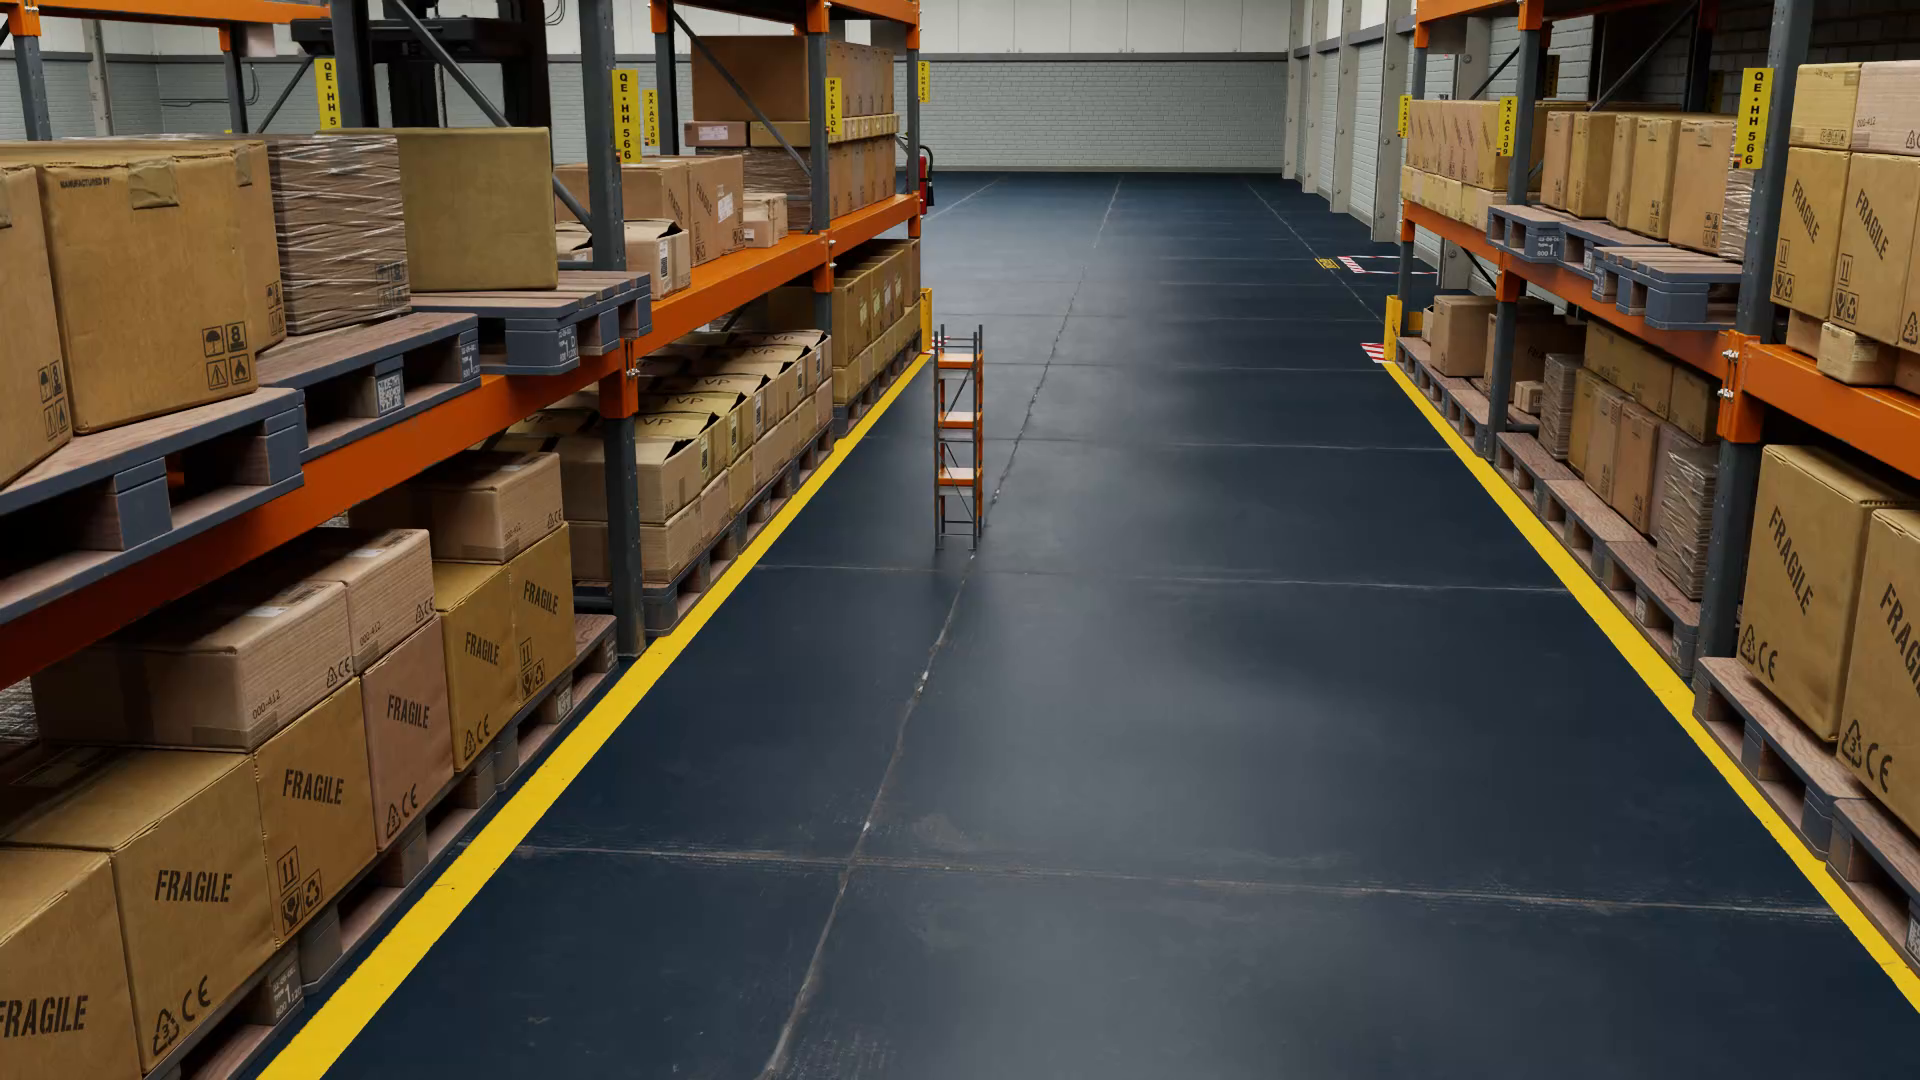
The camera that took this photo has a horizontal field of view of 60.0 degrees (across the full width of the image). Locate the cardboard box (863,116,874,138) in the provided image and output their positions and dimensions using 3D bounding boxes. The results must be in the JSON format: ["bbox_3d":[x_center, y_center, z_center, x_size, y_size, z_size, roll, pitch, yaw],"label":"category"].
[{"bbox_3d":[-0.835,-3.008,12.107,0.380,0.149,0.250,2,15,8],"label":"cardboard box"}]

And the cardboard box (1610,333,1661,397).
[{"bbox_3d":[3.466,-0.832,8.003,0.500,0.250,0.500,1,15,5],"label":"cardboard box"}]

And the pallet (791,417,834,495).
[{"bbox_3d":[-1.333,-0.512,9.651,1.003,0.211,1.213,2,15,6],"label":"pallet"}]

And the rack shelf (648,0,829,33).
[{"bbox_3d":[-1.514,-2.632,7.782,1.077,0.370,4.000,2,15,6],"label":"rack shelf"}]

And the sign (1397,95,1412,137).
[{"bbox_3d":[3.546,-3.377,13.244,0.100,0.325,0.005,2,15,6],"label":"sign"}]

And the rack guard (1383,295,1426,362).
[{"bbox_3d":[4.077,-1.716,13.552,1.175,0.500,0.348,2,15,6],"label":"rack guard"}]

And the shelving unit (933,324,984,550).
[{"bbox_3d":[-0.006,-0.493,7.974,0.215,1.050,0.252,2,15,6],"label":"shelving unit"}]

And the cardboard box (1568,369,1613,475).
[{"bbox_3d":[3.559,-0.584,8.522,0.700,0.500,0.500,1,15,5],"label":"cardboard box"}]

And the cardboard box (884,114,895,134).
[{"bbox_3d":[-0.719,-3.276,13.098,0.380,0.149,0.250,2,15,8],"label":"cardboard box"}]

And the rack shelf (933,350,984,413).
[{"bbox_3d":[-0.006,-0.757,7.902,0.215,0.259,0.240,2,15,6],"label":"rack shelf"}]

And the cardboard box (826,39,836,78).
[{"bbox_3d":[-1.189,-2.971,10.726,0.700,0.500,0.500,2,15,6],"label":"cardboard box"}]

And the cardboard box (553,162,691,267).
[{"bbox_3d":[-1.567,-1.497,7.759,0.500,0.500,0.500,1,15,3],"label":"cardboard box"}]

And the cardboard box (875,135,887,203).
[{"bbox_3d":[-0.957,-2.879,12.871,0.700,0.500,0.500,2,15,8],"label":"cardboard box"}]

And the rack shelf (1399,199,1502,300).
[{"bbox_3d":[3.860,-2.077,11.474,1.077,0.370,4.000,2,15,6],"label":"rack shelf"}]

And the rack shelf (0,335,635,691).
[{"bbox_3d":[-1.965,-0.147,4.337,1.077,0.370,4.000,2,15,6],"label":"rack shelf"}]

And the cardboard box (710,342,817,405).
[{"bbox_3d":[-1.102,-0.948,9.309,0.500,0.311,0.500,2,15,8],"label":"cardboard box"}]

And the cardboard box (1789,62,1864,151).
[{"bbox_3d":[2.872,-1.314,5.038,0.500,0.250,0.500,2,15,8],"label":"cardboard box"}]

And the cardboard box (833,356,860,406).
[{"bbox_3d":[-0.935,-1.037,10.713,0.500,0.250,0.500,2,15,6],"label":"cardboard box"}]

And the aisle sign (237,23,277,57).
[{"bbox_3d":[-6.041,-4.517,14.139,0.394,0.787,0.004,2,15,6],"label":"aisle sign"}]

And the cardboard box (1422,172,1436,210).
[{"bbox_3d":[3.607,-2.496,11.894,0.500,0.250,0.500,1,15,5],"label":"cardboard box"}]

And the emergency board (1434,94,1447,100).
[{"bbox_3d":[5.860,-4.932,20.654,0.194,1.169,0.643,2,15,6],"label":"emergency board"}]

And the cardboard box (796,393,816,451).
[{"bbox_3d":[-1.106,-0.678,9.387,0.500,0.250,0.500,1,15,5],"label":"cardboard box"}]

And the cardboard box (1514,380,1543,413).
[{"bbox_3d":[3.665,-0.890,10.290,0.380,0.166,0.250,0,15,-1],"label":"cardboard box"}]

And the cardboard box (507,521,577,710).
[{"bbox_3d":[-1.612,0.231,5.507,0.500,0.500,0.500,2,15,8],"label":"cardboard box"}]

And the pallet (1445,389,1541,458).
[{"bbox_3d":[3.675,-0.734,10.474,1.003,0.211,1.213,2,15,6],"label":"pallet"}]

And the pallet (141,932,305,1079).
[{"bbox_3d":[-2.137,1.159,3.473,1.003,0.211,1.213,2,15,6],"label":"pallet"}]

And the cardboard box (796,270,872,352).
[{"bbox_3d":[-0.876,-1.529,11.095,0.500,0.500,0.500,2,15,6],"label":"cardboard box"}]

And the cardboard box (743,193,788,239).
[{"bbox_3d":[-1.301,-1.849,9.540,0.500,0.250,0.500,3,15,10],"label":"cardboard box"}]

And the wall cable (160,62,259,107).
[{"bbox_3d":[-21.401,-13.566,47.043,3.097,2.526,0.112,2,15,6],"label":"wall cable"}]

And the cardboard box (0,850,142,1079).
[{"bbox_3d":[-1.894,0.901,3.031,0.500,0.500,0.500,1,15,4],"label":"cardboard box"}]

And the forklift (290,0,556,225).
[{"bbox_3d":[-2.970,-1.868,9.454,1.130,2.935,3.031,3,15,10],"label":"forklift"}]

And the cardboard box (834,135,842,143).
[{"bbox_3d":[-0.982,-2.676,10.877,0.380,0.149,0.250,2,15,6],"label":"cardboard box"}]

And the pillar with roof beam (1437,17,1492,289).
[{"bbox_3d":[1.265,-7.315,17.973,9.100,9.000,0.400,2,15,6],"label":"pillar with roof beam"}]

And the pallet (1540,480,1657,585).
[{"bbox_3d":[3.413,-0.040,7.905,1.003,0.211,1.213,2,15,6],"label":"pallet"}]

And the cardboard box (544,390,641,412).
[{"bbox_3d":[-1.813,-0.568,7.904,0.500,0.311,0.500,2,15,6],"label":"cardboard box"}]

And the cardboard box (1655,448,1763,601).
[{"bbox_3d":[3.212,-0.062,6.590,0.700,0.500,0.500,2,15,7],"label":"cardboard box"}]

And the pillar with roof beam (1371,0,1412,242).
[{"bbox_3d":[1.943,-8.871,23.728,9.100,9.000,0.400,2,15,6],"label":"pillar with roof beam"}]

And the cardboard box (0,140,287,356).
[{"bbox_3d":[-2.053,-0.686,3.958,0.700,0.500,0.500,-2,15,-8],"label":"cardboard box"}]

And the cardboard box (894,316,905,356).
[{"bbox_3d":[-0.703,-1.555,12.631,0.500,0.250,0.500,2,15,6],"label":"cardboard box"}]

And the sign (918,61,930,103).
[{"bbox_3d":[-0.299,-3.741,13.580,0.100,0.325,0.005,2,15,6],"label":"sign"}]

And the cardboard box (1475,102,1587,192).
[{"bbox_3d":[3.380,-2.336,9.868,0.500,0.500,0.500,2,15,6],"label":"cardboard box"}]

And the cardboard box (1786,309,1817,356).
[{"bbox_3d":[2.915,-0.678,5.365,0.380,0.149,0.250,1,15,5],"label":"cardboard box"}]

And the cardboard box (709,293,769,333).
[{"bbox_3d":[-1.385,-1.544,11.151,0.500,0.500,0.500,2,15,6],"label":"cardboard box"}]

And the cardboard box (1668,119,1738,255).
[{"bbox_3d":[3.262,-1.396,6.545,0.700,0.500,0.500,0,15,1],"label":"cardboard box"}]

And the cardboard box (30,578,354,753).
[{"bbox_3d":[-1.782,0.279,3.892,0.500,0.250,0.500,2,15,6],"label":"cardboard box"}]

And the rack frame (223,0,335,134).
[{"bbox_3d":[-5.758,-3.235,14.377,1.000,3.000,0.127,2,15,6],"label":"rack frame"}]

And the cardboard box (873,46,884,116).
[{"bbox_3d":[-0.962,-3.491,12.650,0.700,0.500,0.500,1,15,5],"label":"cardboard box"}]

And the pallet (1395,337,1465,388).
[{"bbox_3d":[3.950,-1.367,12.814,1.003,0.211,1.213,2,15,6],"label":"pallet"}]
